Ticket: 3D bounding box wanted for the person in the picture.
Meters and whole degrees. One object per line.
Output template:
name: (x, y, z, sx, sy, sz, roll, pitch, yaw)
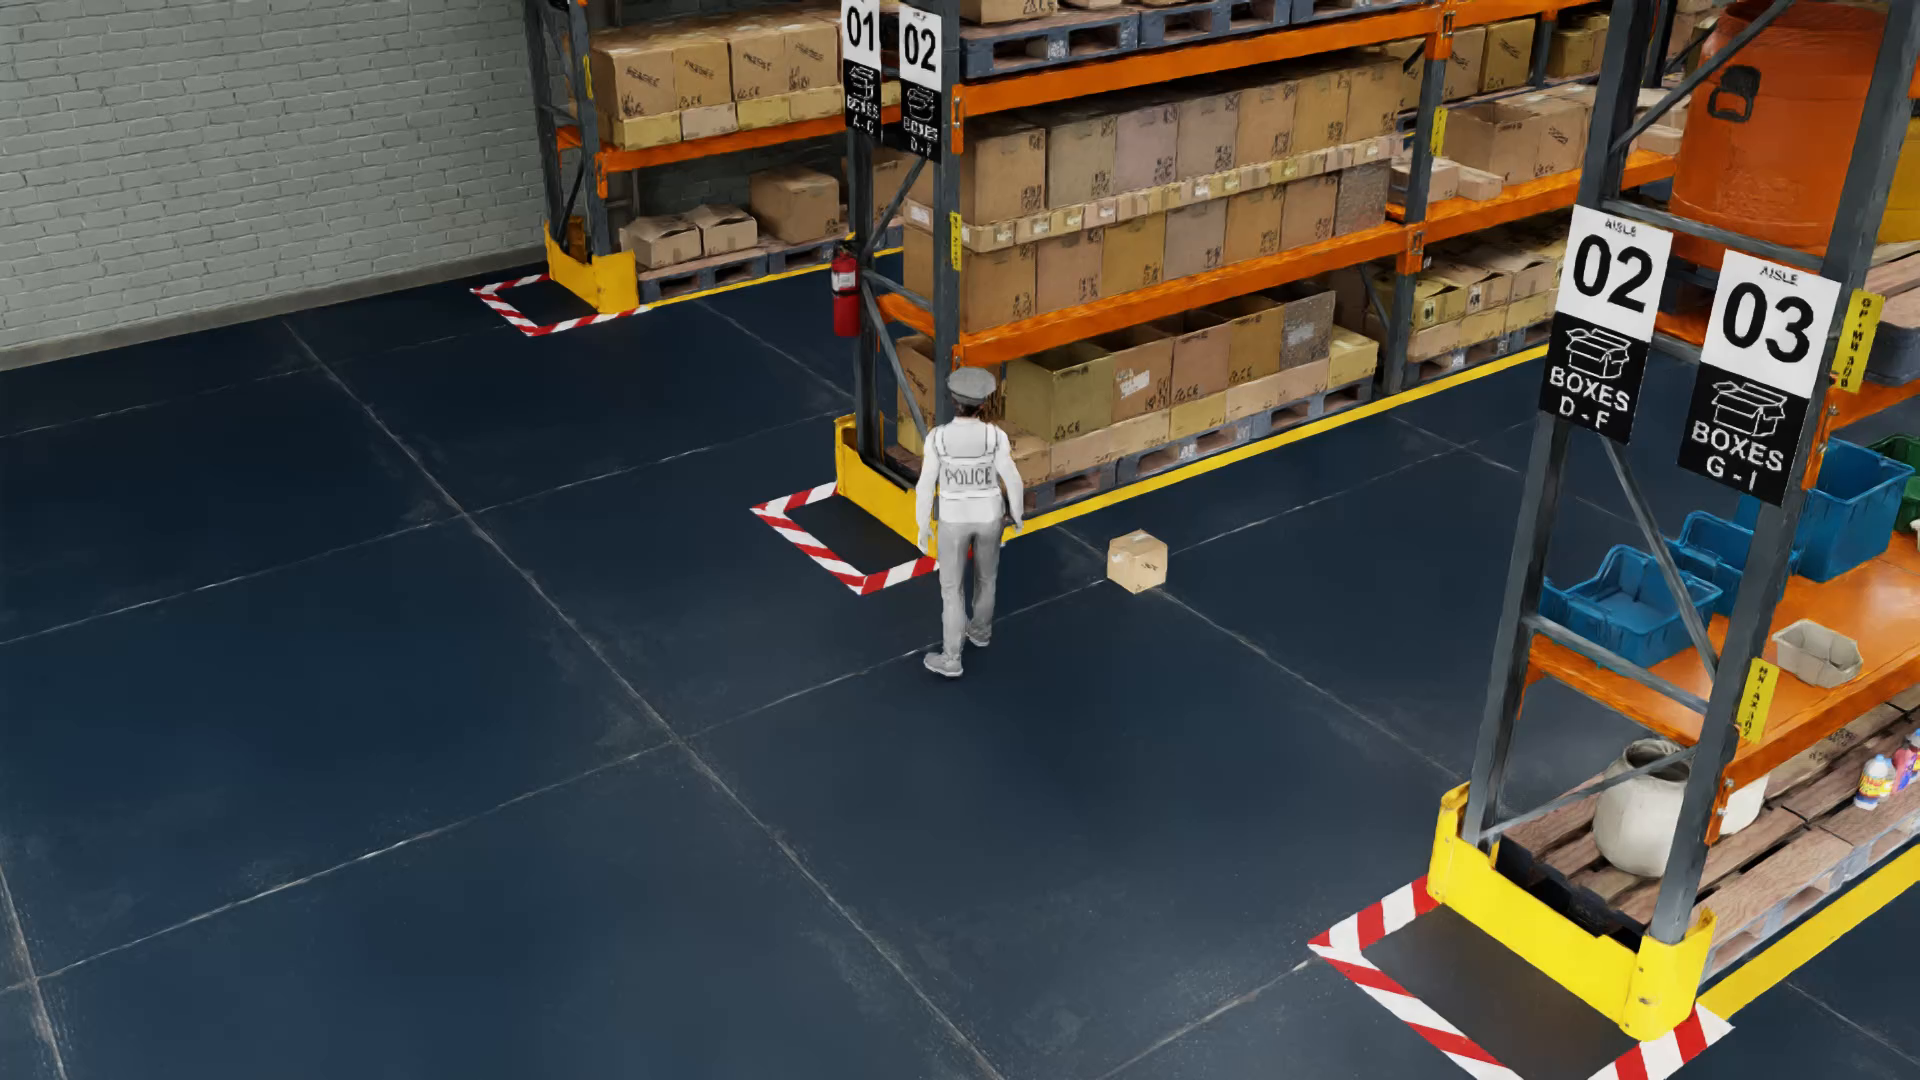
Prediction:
person: (0.050, -0.110, 8.803, 0.575, 1.669, 0.562, -3, 29, -6)
